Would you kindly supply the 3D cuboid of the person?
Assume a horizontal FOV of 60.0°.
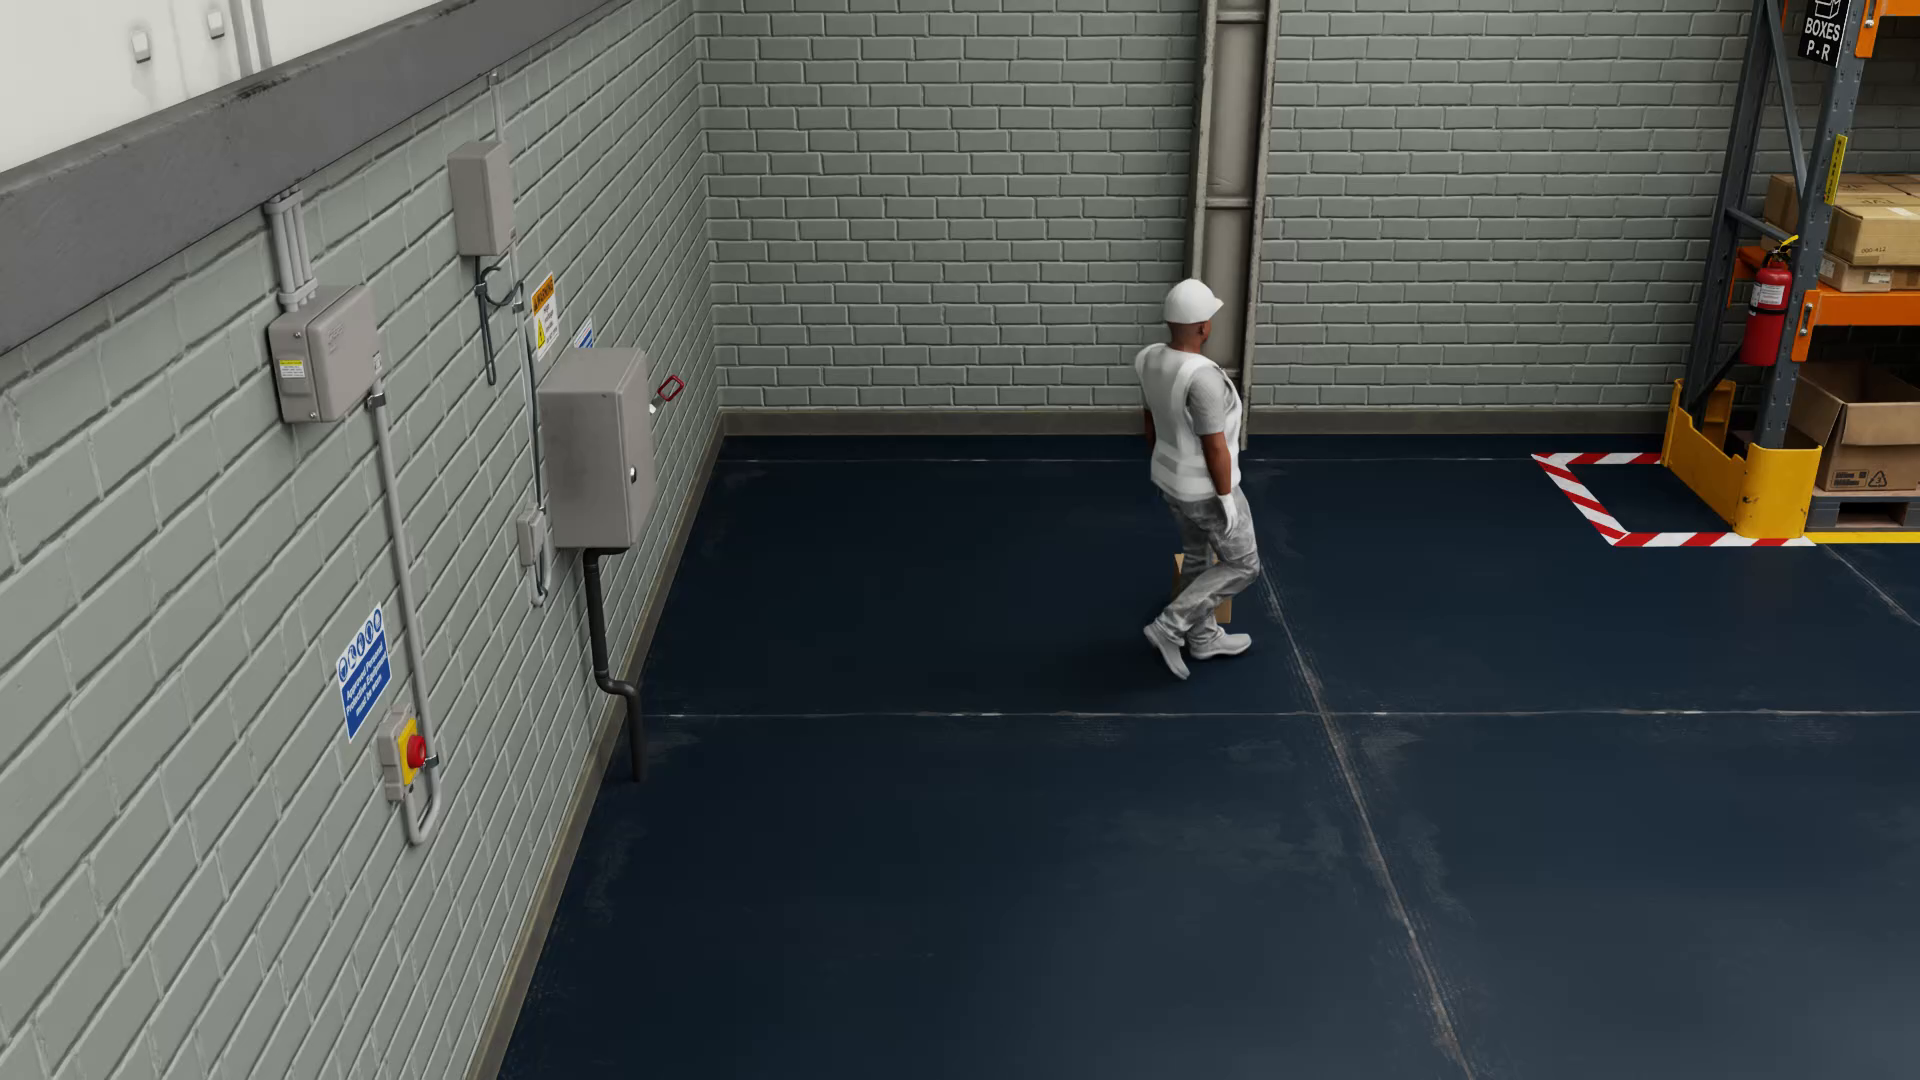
[{"bbox_3d":[1.059,-0.258,7.139,0.634,1.772,0.592,-9,26,-20],"label":"person"}]
